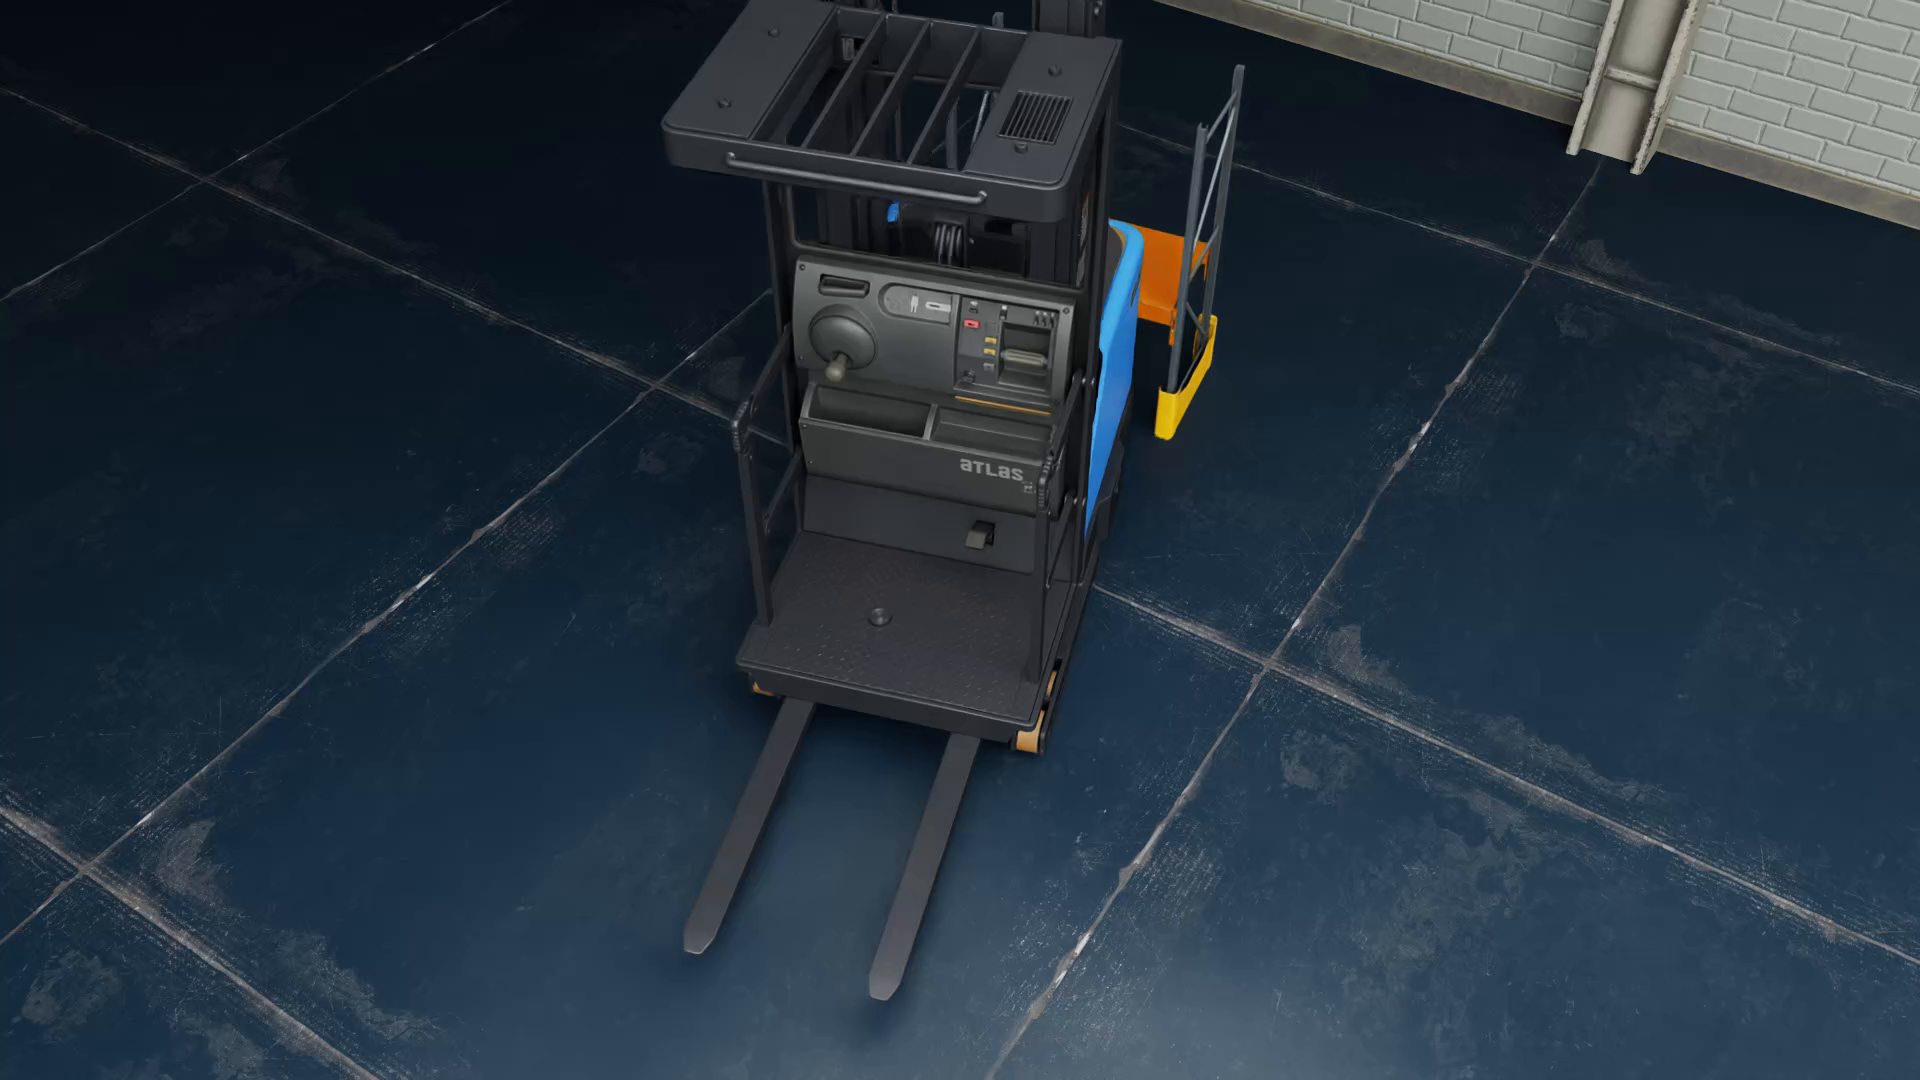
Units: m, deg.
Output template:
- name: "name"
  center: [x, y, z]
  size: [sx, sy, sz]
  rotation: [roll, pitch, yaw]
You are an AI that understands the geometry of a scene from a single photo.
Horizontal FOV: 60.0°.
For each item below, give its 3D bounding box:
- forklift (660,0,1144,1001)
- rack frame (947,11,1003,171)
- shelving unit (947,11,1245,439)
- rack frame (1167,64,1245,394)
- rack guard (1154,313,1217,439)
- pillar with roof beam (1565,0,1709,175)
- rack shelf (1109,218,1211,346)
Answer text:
- name: "forklift"
  center: [-0.149, -0.570, 5.260]
  size: [1.130, 2.935, 3.031]
  rotation: [11, 47, 10]
- name: "rack frame"
  center: [0.061, -1.453, 7.116]
  size: [0.032, 1.500, 0.500]
  rotation: [18, 48, 16]
- name: "shelving unit"
  center: [0.534, -1.302, 6.969]
  size: [1.083, 1.500, 0.587]
  rotation: [18, 48, 16]
- name: "rack frame"
  center: [0.990, -1.156, 6.828]
  size: [0.032, 1.500, 0.500]
  rotation: [18, 48, 16]
- name: "rack guard"
  center: [0.989, -0.721, 7.276]
  size: [0.087, 0.250, 0.587]
  rotation: [18, 48, 16]
- name: "pillar with roof beam"
  center: [1.101, -2.588, 2.990]
  size: [0.400, 9.000, 9.100]
  rotation: [25, 51, 22]
- name: "rack shelf"
  center: [0.526, -1.179, 7.101]
  size: [1.000, 0.185, 0.538]
  rotation: [18, 48, 16]
